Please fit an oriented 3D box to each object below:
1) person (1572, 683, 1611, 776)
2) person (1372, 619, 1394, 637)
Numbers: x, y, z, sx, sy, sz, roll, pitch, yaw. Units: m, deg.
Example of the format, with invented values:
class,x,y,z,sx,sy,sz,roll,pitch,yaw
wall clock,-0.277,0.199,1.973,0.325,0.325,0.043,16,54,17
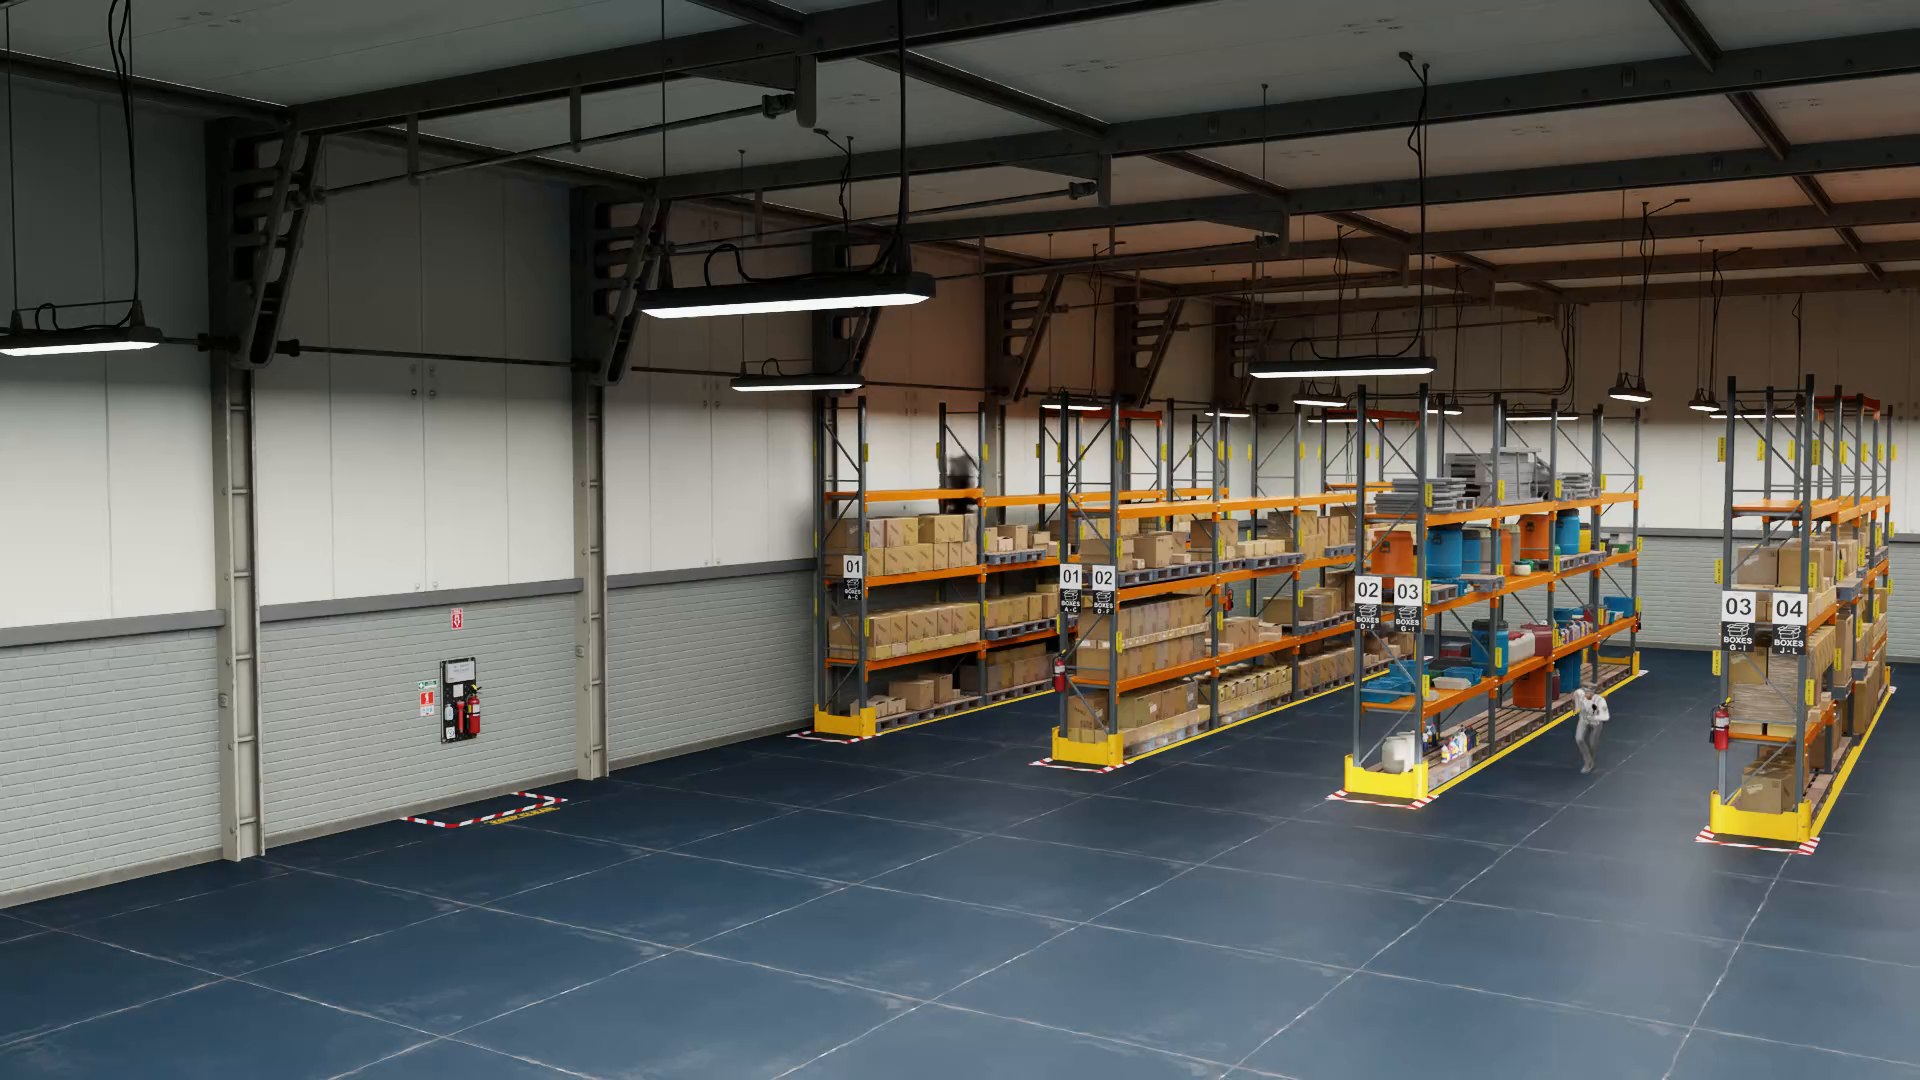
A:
class,x,y,z,sx,sy,sz,roll,pitch,yaw
person,9.894,2.930,25.989,0.608,1.479,1.073,2,4,32
person,11.060,1.932,43.190,0.649,1.661,0.774,-3,4,-42
